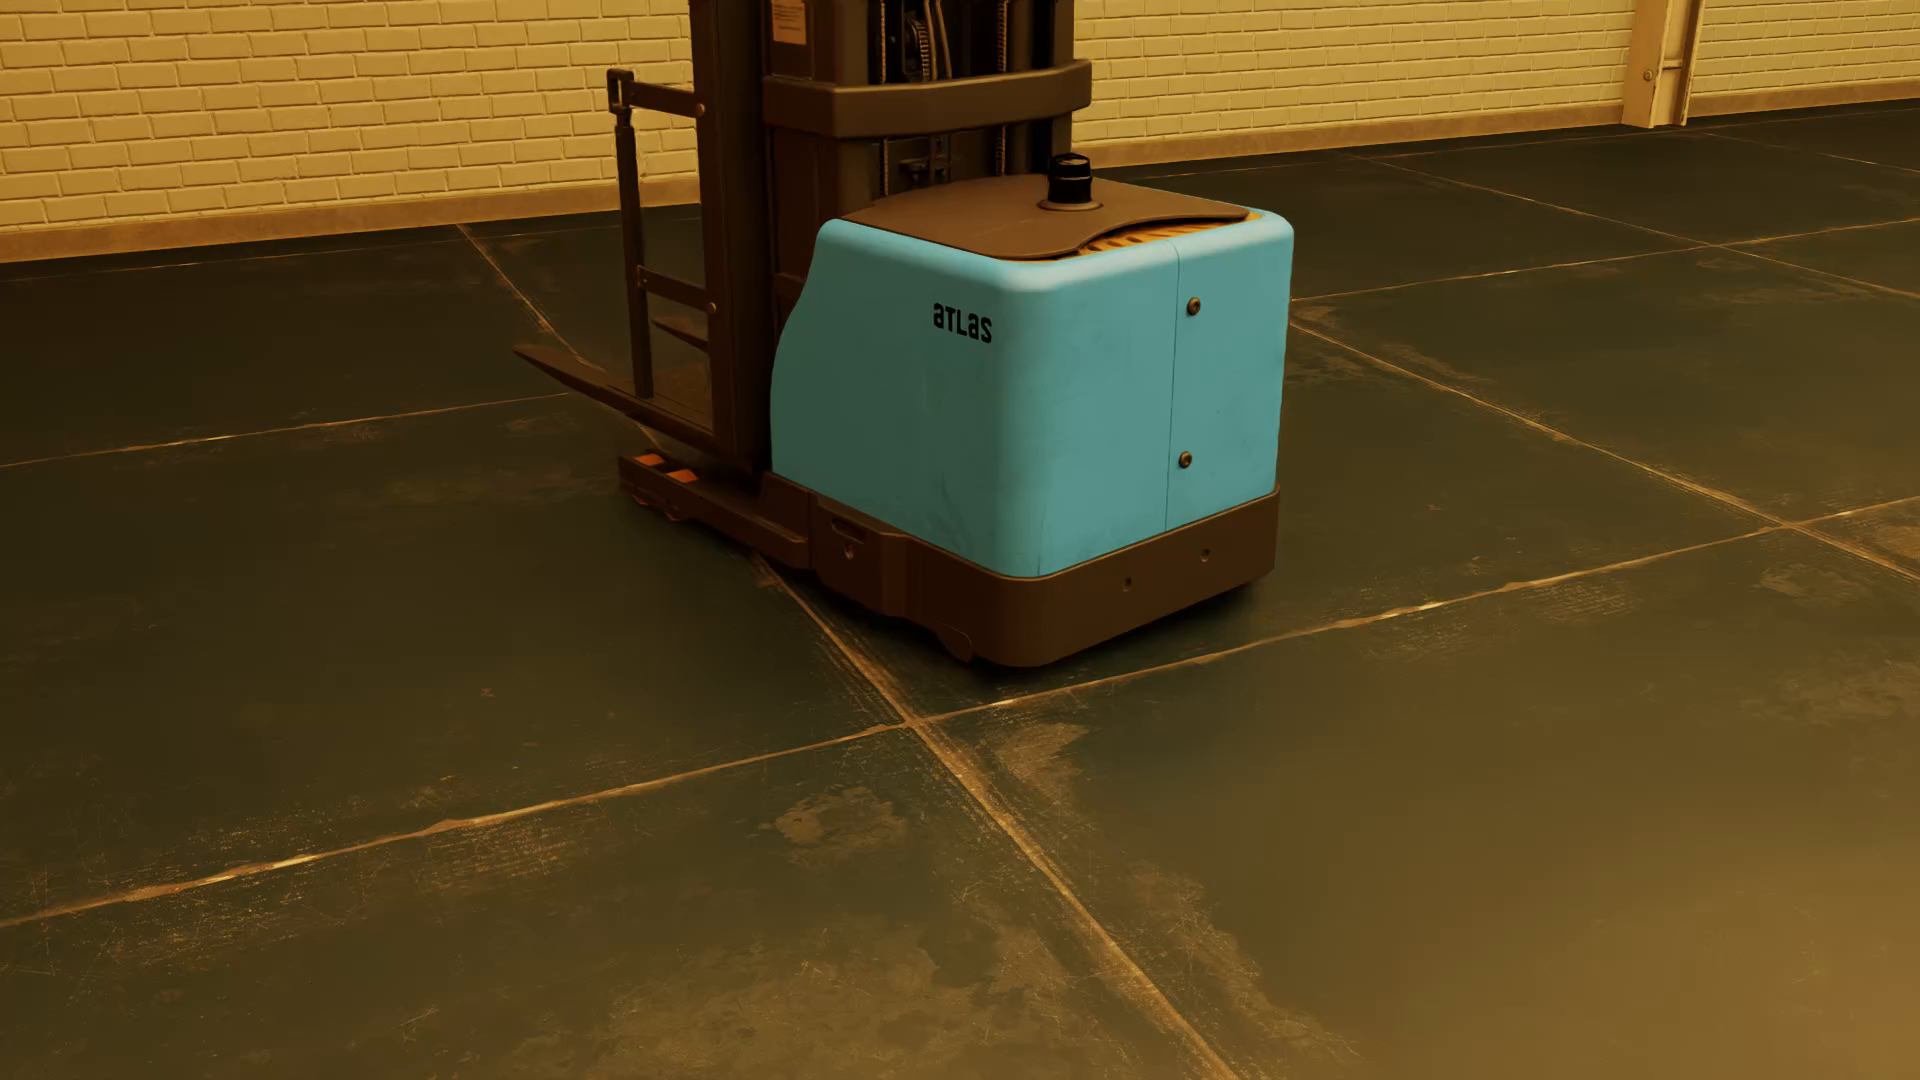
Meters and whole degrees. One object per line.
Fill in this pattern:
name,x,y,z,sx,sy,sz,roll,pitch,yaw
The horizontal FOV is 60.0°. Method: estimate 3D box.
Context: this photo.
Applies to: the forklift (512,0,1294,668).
forklift,-0.449,-1.521,4.948,1.130,2.935,3.031,-18,29,-37
